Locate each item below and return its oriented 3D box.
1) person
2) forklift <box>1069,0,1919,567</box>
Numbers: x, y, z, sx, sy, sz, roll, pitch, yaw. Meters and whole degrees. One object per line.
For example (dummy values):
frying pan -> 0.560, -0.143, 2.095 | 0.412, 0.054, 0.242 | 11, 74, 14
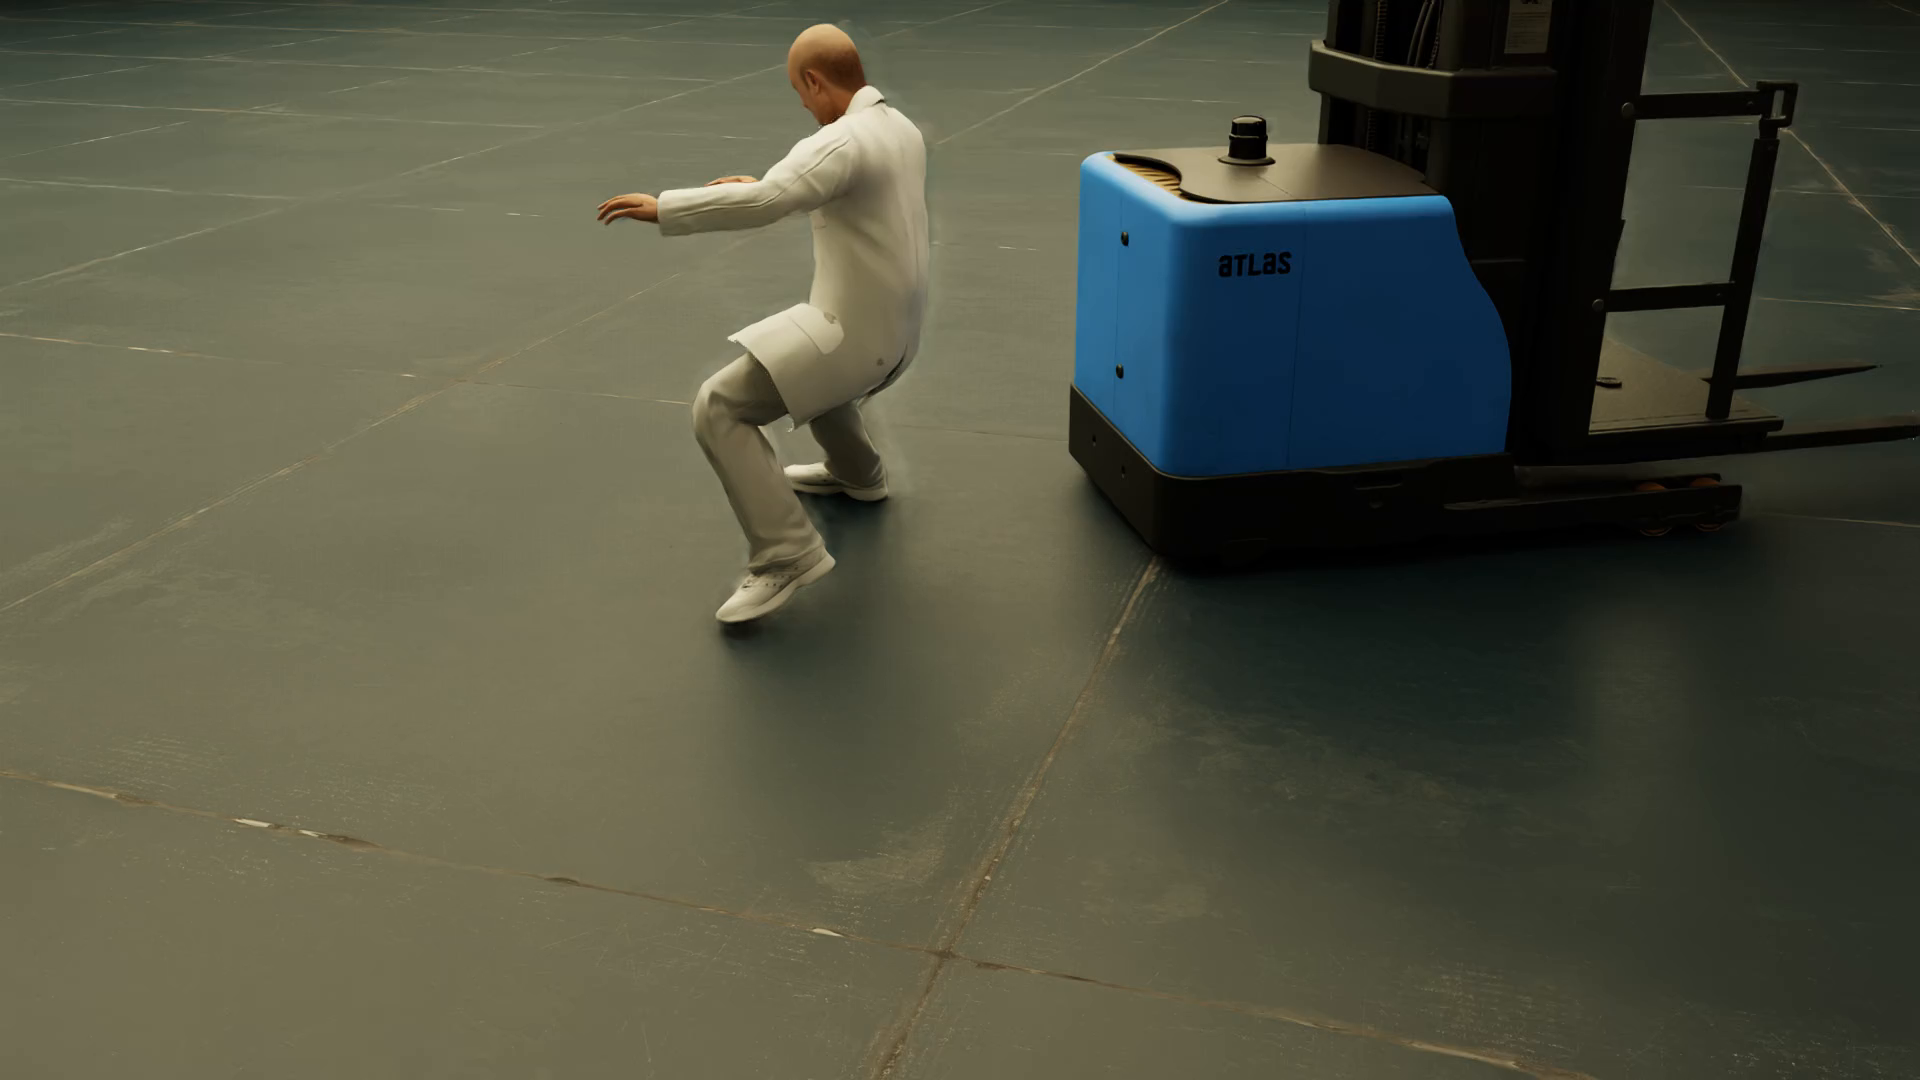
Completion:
person -> -0.469, -0.662, 4.710 | 0.740, 1.535, 1.162 | 8, 24, 19
forklift -> 1.943, -1.555, 5.047 | 3.031, 2.935, 1.130 | -5, 23, -12
